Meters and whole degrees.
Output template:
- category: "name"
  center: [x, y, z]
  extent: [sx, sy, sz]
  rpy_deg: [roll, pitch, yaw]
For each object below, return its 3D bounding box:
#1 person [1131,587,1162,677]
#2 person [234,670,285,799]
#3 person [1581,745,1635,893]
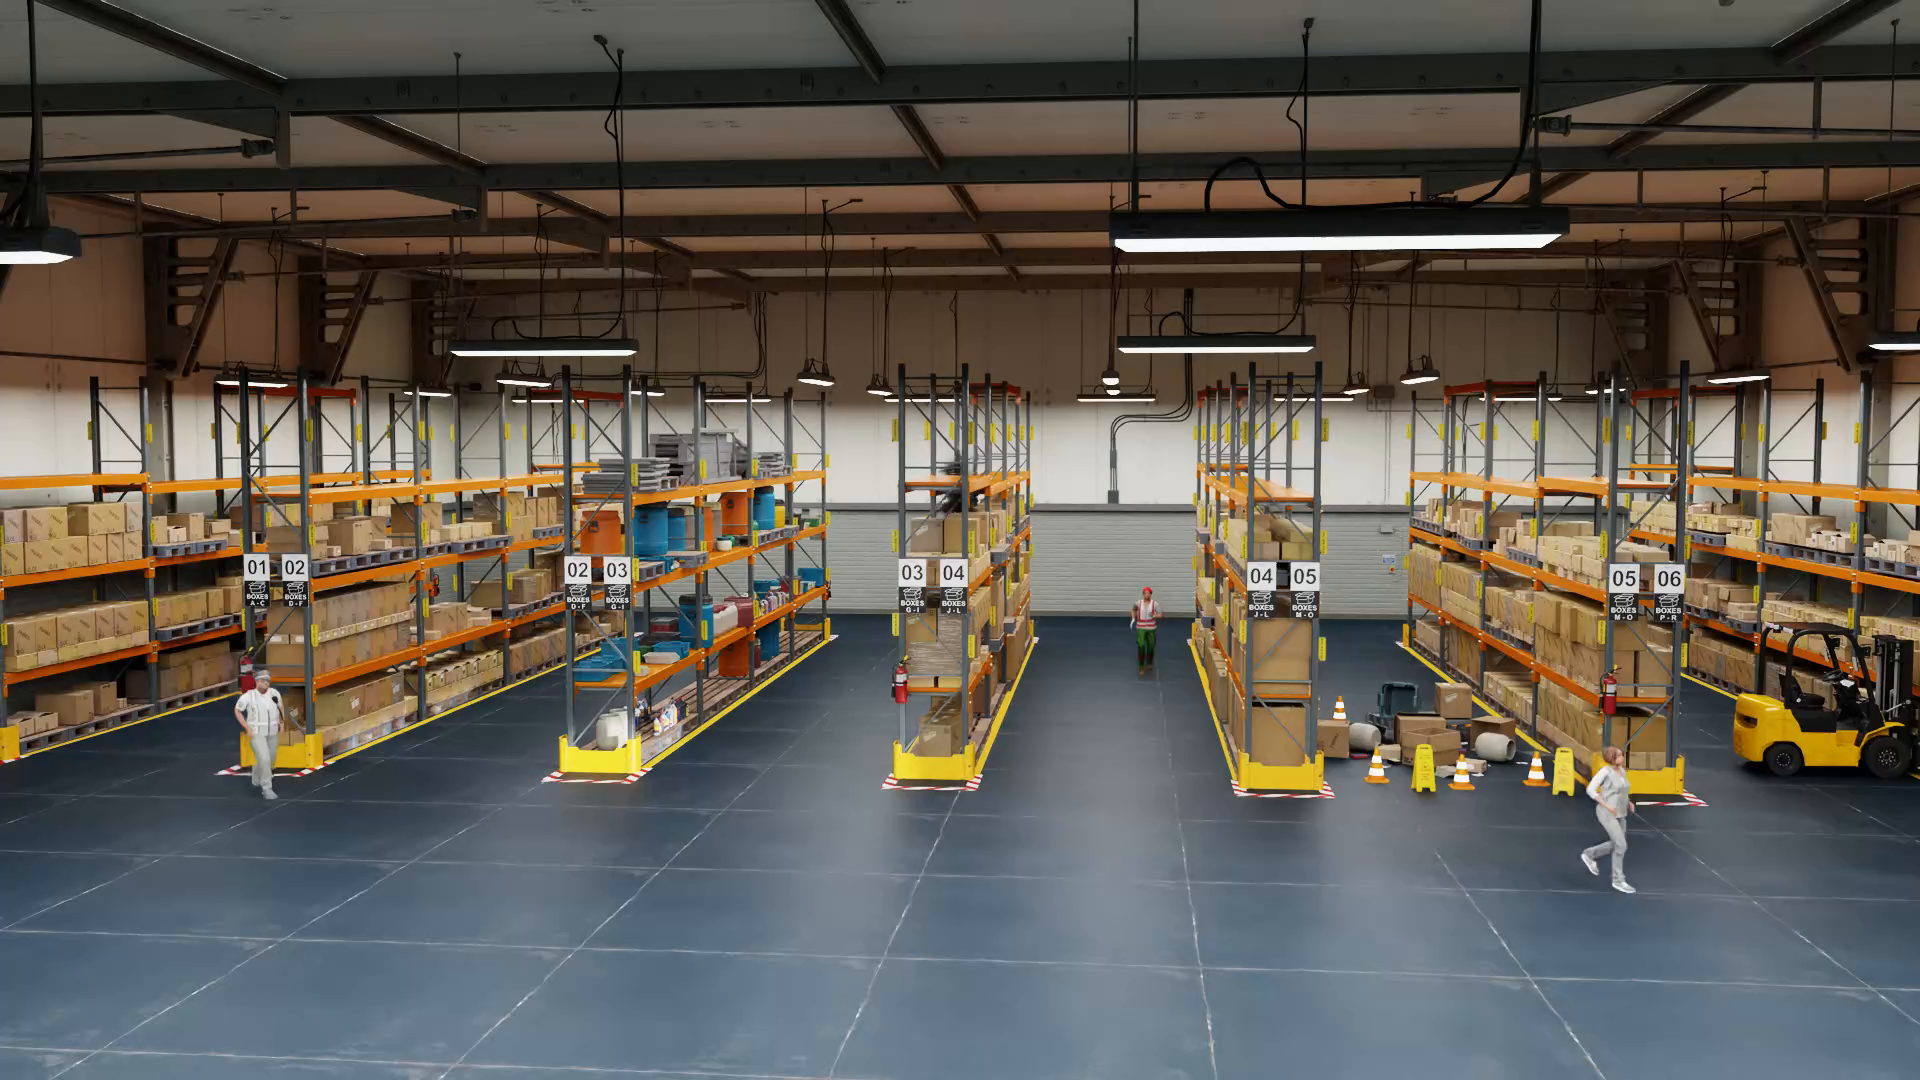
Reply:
- category: "person"
  center: [3.867, 1.877, 34.511]
  extent: [0.655, 1.829, 0.840]
  rpy_deg: [0, 4, 6]
- category: "person"
  center: [-9.689, 2.661, 23.038]
  extent: [0.837, 1.764, 0.653]
  rpy_deg: [3, 5, 40]
- category: "person"
  center: [7.132, 3.044, 18.317]
  extent: [0.550, 1.589, 0.675]
  rpy_deg: [-3, 5, -38]
